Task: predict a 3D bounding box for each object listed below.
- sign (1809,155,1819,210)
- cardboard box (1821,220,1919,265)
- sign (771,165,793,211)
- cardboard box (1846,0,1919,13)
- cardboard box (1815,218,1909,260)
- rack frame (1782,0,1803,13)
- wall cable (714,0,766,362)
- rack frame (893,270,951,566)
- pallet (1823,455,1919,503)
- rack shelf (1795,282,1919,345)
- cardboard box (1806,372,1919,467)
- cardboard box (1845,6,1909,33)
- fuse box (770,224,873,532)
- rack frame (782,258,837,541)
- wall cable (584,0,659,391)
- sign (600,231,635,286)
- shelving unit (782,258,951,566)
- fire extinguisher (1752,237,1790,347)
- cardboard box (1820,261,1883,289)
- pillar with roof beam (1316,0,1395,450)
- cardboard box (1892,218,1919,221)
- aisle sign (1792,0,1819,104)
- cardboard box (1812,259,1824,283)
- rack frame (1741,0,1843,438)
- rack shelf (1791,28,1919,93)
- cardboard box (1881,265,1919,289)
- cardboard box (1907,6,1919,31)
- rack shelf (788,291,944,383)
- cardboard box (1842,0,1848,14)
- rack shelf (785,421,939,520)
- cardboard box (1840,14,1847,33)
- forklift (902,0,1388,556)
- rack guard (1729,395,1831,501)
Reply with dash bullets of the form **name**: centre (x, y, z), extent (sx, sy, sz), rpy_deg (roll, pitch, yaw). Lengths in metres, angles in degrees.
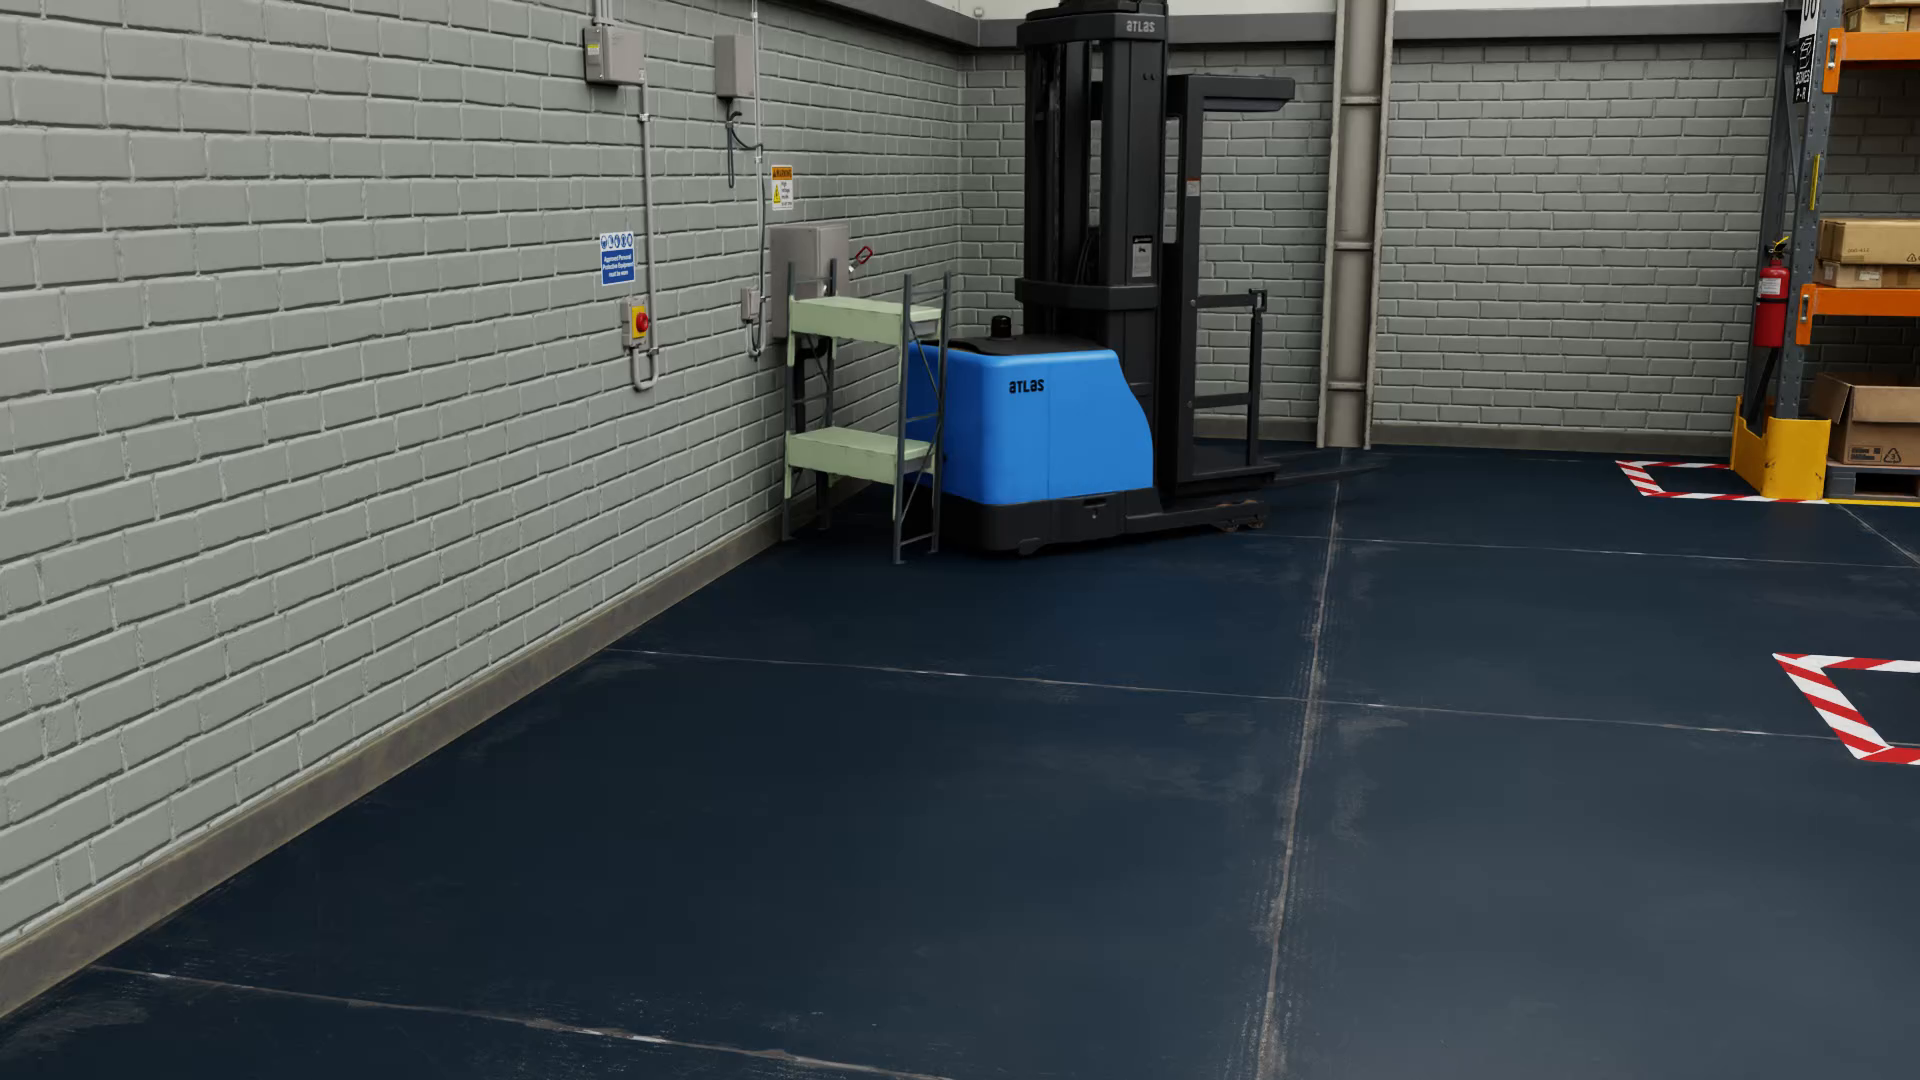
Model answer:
- **sign**: centre (5.138, -2.150, 10.003), extent (0.005, 0.325, 0.100), rpy_deg (3, 13, 14)
- **cardboard box**: centre (5.643, -1.834, 10.233), extent (0.500, 0.250, 0.500), rpy_deg (3, 13, 14)
- **sign**: centre (-0.968, -1.922, 9.065), extent (0.001, 0.242, 0.339), rpy_deg (3, 13, 14)
- **cardboard box**: centre (5.633, -3.298, 9.907), extent (0.500, 0.250, 0.500), rpy_deg (3, 13, 13)
- **cardboard box**: centre (5.778, -1.946, 10.739), extent (0.500, 0.250, 0.500), rpy_deg (3, 13, 15)
- **rack frame**: centre (5.267, -4.771, 9.961), extent (0.127, 3.000, 1.000), rpy_deg (3, 13, 14)
- **wall cable**: centre (-1.070, -1.881, 8.439), extent (0.122, 1.984, 0.588), rpy_deg (3, 13, 14)
- **rack frame**: centre (-0.197, -0.631, 8.616), extent (0.023, 1.500, 0.400), rpy_deg (12, 17, 31)
- **pallet**: centre (6.115, -0.435, 10.709), extent (1.213, 0.211, 1.003), rpy_deg (3, 13, 14)
- **rack shelf**: centre (7.209, -1.387, 10.221), extent (4.000, 0.370, 1.077), rpy_deg (3, 13, 14)
- **cardboard box**: centre (5.838, -0.777, 10.603), extent (0.637, 0.503, 0.797), rpy_deg (3, 13, 11)
- **cardboard box**: centre (5.521, -3.118, 10.018), extent (0.250, 0.149, 0.380), rpy_deg (3, 13, 15)
- **fuse box**: centre (-0.753, -0.891, 9.298), extent (0.414, 1.711, 0.539), rpy_deg (3, 13, 14)
- **rack frame**: centre (-0.814, -0.757, 8.989), extent (0.023, 1.500, 0.400), rpy_deg (12, 17, 31)
- **wall cable**: centre (-1.398, -1.597, 7.088), extent (0.123, 1.953, 0.585), rpy_deg (3, 13, 14)
- **sign**: centre (-1.469, -1.211, 7.141), extent (0.001, 0.218, 0.327), rpy_deg (3, 13, 14)
- **shelving unit**: centre (-0.506, -0.694, 8.803), extent (0.755, 1.500, 0.431), rpy_deg (12, 17, 31)
- **fire extinguisher**: centre (5.014, -1.533, 10.256), extent (0.183, 0.674, 0.296), rpy_deg (3, 13, 14)
- **cardboard box**: centre (5.521, -1.645, 10.301), extent (0.250, 0.149, 0.380), rpy_deg (3, 13, 13)
- **pillar with roof beam**: centre (1.834, -4.195, 7.366), extent (0.400, 9.000, 9.100), rpy_deg (3, 13, 14)
- **cardboard box**: centre (6.278, -1.919, 10.617), extent (0.500, 0.250, 0.500), rpy_deg (3, 13, 14)
- **aisle sign**: centre (5.131, -3.053, 10.067), extent (0.004, 0.787, 0.394), rpy_deg (3, 13, 14)
- **cardboard box**: centre (5.653, -1.759, 10.815), extent (0.250, 0.149, 0.380), rpy_deg (3, 13, 13)
- **rack frame**: centre (5.267, -1.842, 10.611), extent (0.127, 3.000, 1.000), rpy_deg (3, 13, 14)
- **rack shelf**: centre (7.209, -2.851, 9.896), extent (4.000, 0.370, 1.077), rpy_deg (3, 13, 14)
- **cardboard box**: centre (5.779, -1.641, 10.285), extent (0.250, 0.149, 0.380), rpy_deg (3, 13, 15)
- **cardboard box**: centre (5.782, -3.110, 9.982), extent (0.250, 0.149, 0.380), rpy_deg (3, 13, 15)
- **rack shelf**: centre (-0.487, -1.072, 8.706), extent (0.720, 0.370, 0.431), rpy_deg (12, 17, 31)
- **cardboard box**: centre (5.764, -3.413, 10.424), extent (0.500, 0.250, 0.500), rpy_deg (3, 13, 13)
- **rack shelf**: centre (-0.522, -0.379, 8.883), extent (0.720, 0.370, 0.431), rpy_deg (12, 17, 31)
- **cardboard box**: centre (5.633, -3.216, 10.457), extent (0.250, 0.149, 0.380), rpy_deg (3, 13, 15)
- **forklift**: centre (1.178, -1.563, 9.512), extent (3.031, 2.935, 1.130), rpy_deg (-7, 15, -30)
- **rack guard**: centre (5.341, -0.618, 10.864), extent (0.348, 0.500, 1.175), rpy_deg (3, 13, 14)
